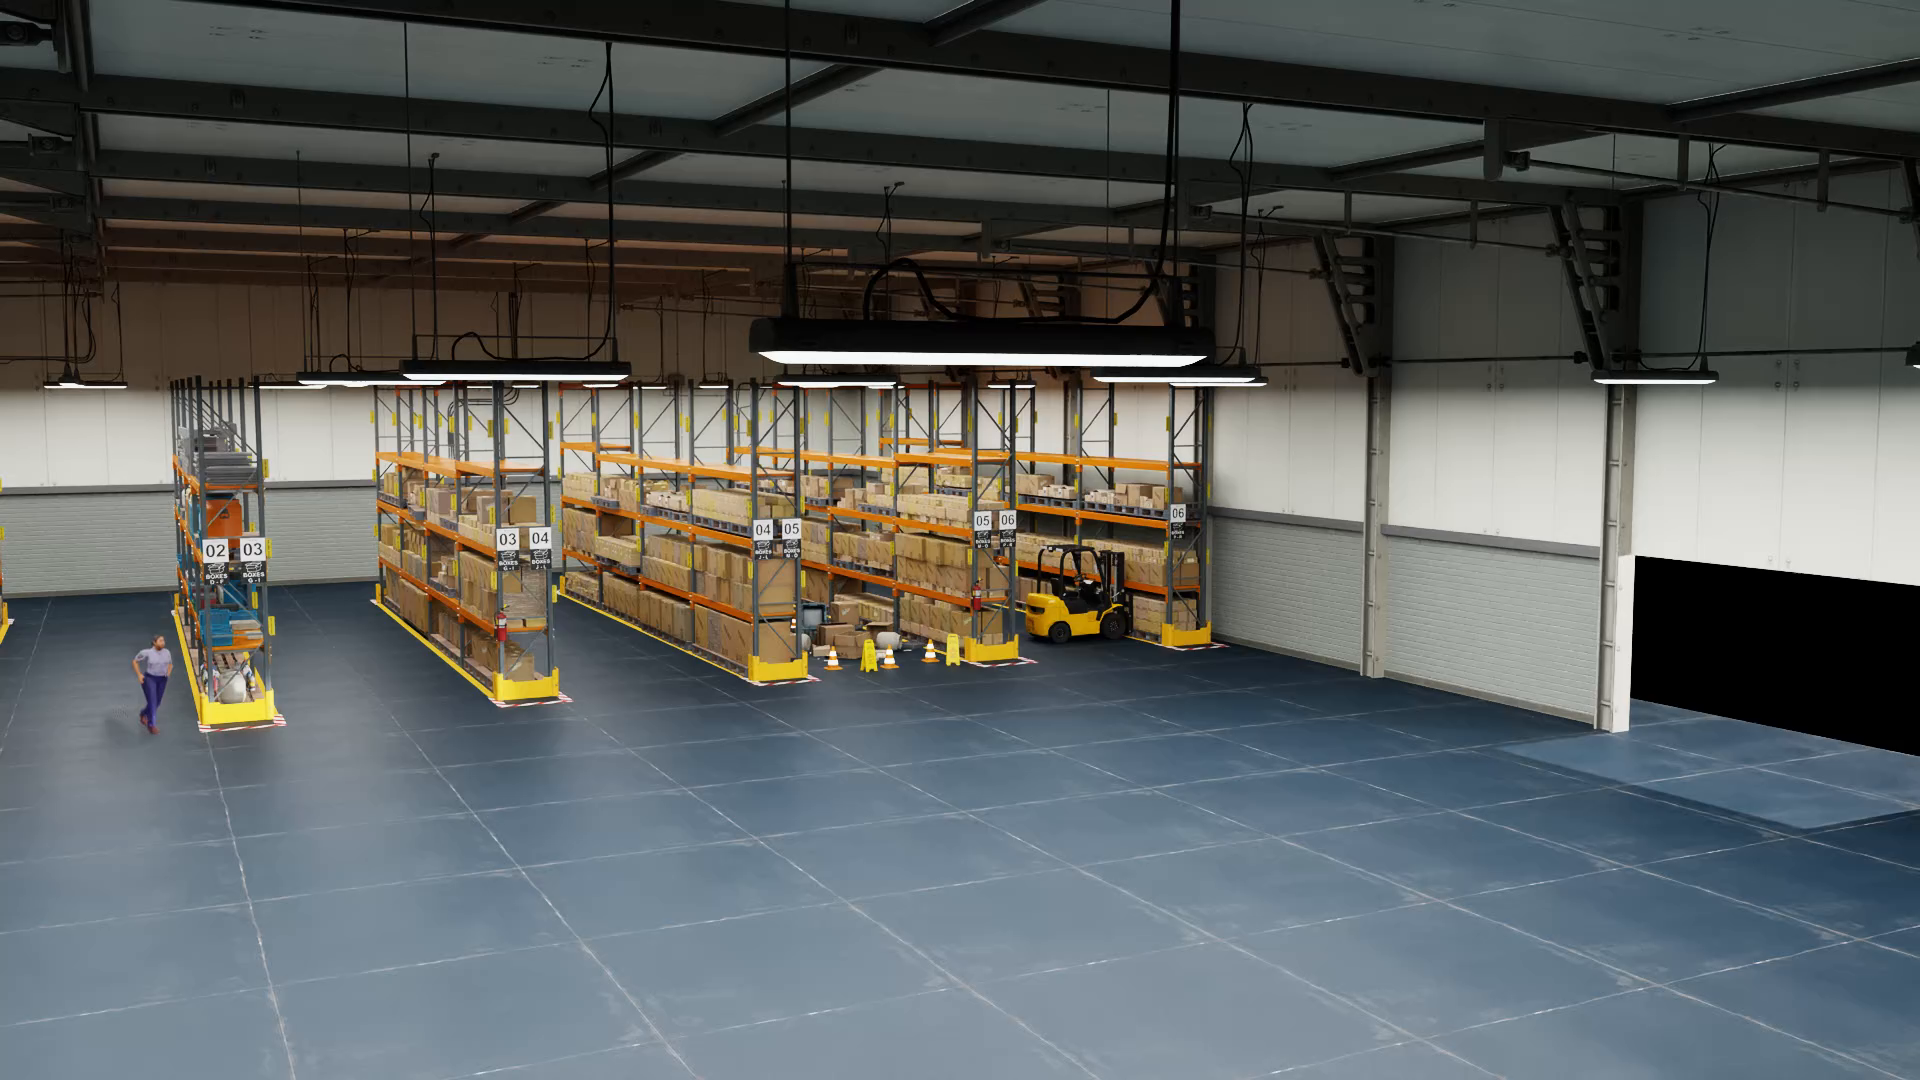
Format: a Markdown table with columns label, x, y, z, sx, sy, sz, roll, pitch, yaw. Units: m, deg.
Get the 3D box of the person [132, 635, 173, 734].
| label | x | y | z | sx | sy | sz | roll | pitch | yaw |
| --- | --- | --- | --- | --- | --- | --- | --- | --- | --- |
| person | -13.664 | 2.429 | 28.216 | 0.874 | 1.635 | 0.634 | 4 | 6 | 35 |
